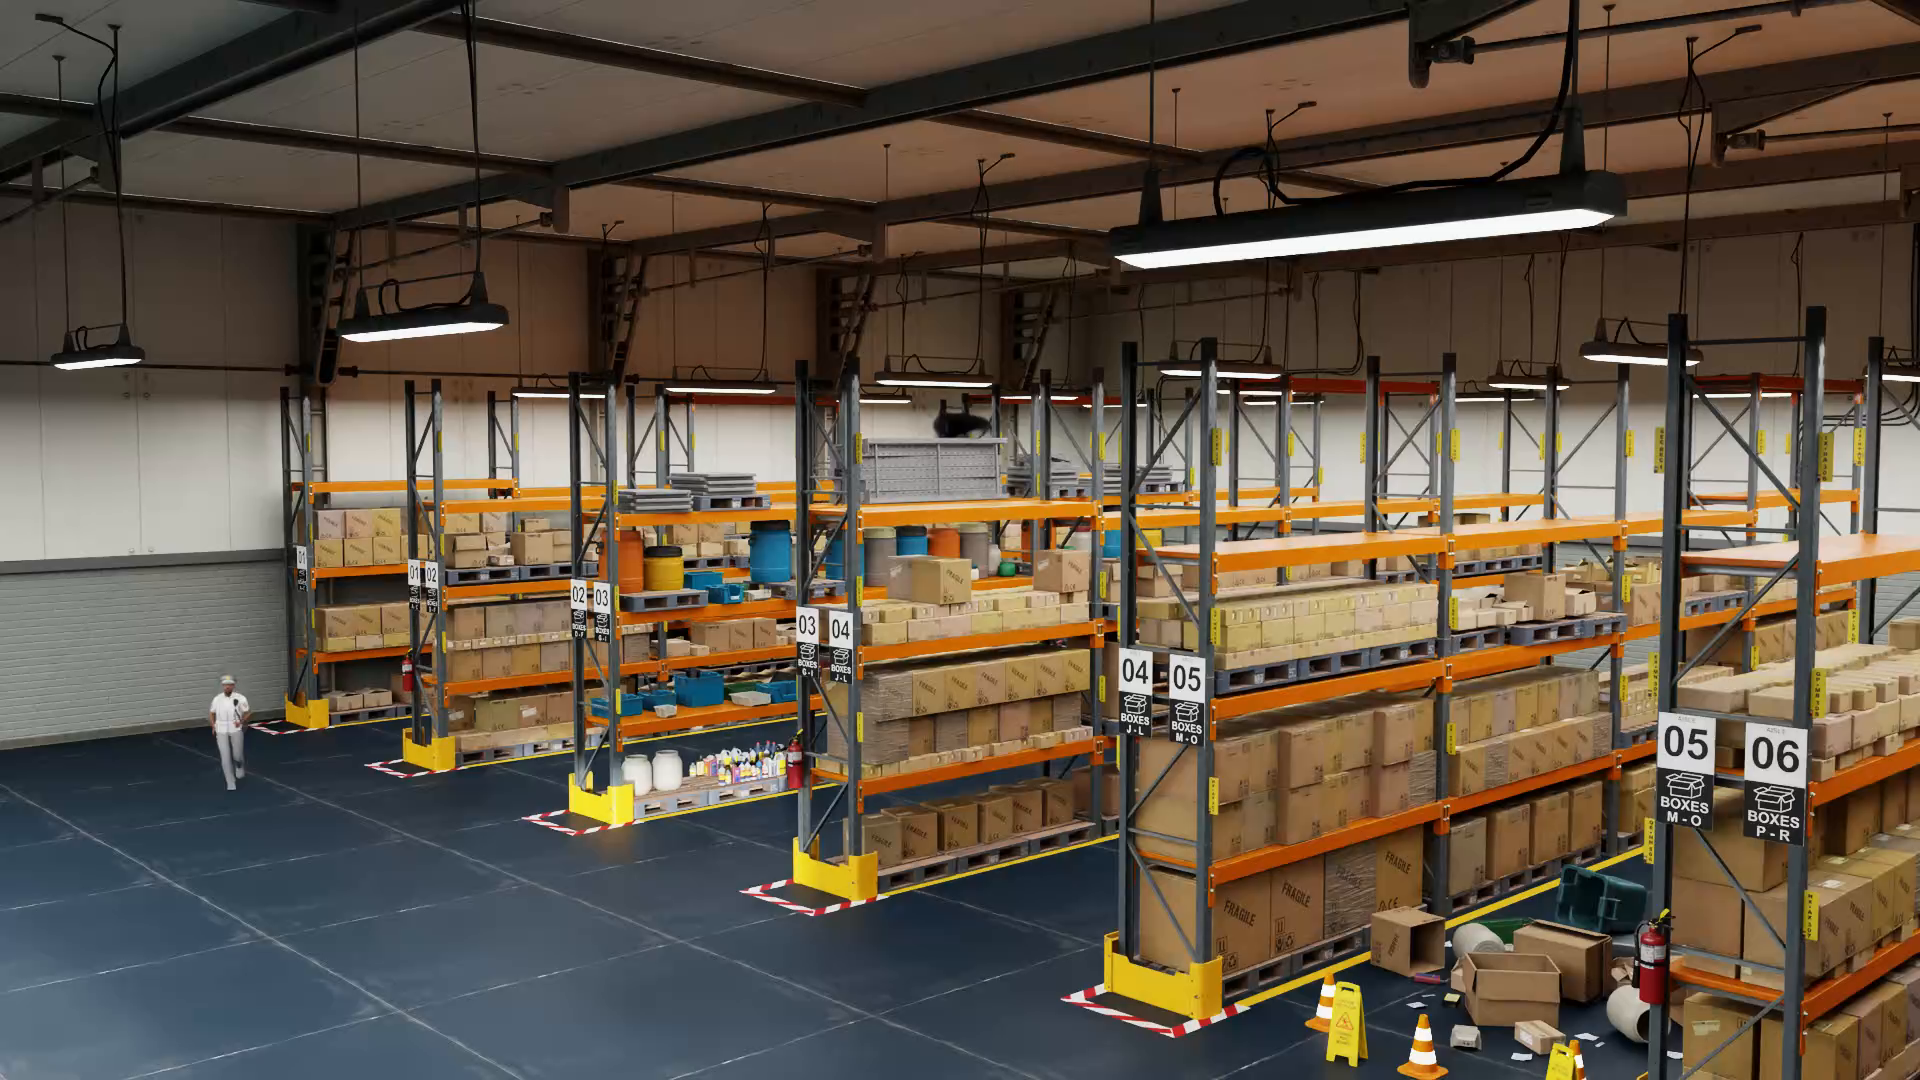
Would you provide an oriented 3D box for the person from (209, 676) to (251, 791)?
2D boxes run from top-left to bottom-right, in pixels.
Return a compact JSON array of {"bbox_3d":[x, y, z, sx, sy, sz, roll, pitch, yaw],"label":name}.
[{"bbox_3d":[-10.644,2.785,24.238,0.571,1.659,0.664,-1,4,-17],"label":"person"}]

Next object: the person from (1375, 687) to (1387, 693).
[{"bbox_3d":[6.059,2.880,23.643,0.641,1.609,0.658,3,5,43],"label":"person"}]
